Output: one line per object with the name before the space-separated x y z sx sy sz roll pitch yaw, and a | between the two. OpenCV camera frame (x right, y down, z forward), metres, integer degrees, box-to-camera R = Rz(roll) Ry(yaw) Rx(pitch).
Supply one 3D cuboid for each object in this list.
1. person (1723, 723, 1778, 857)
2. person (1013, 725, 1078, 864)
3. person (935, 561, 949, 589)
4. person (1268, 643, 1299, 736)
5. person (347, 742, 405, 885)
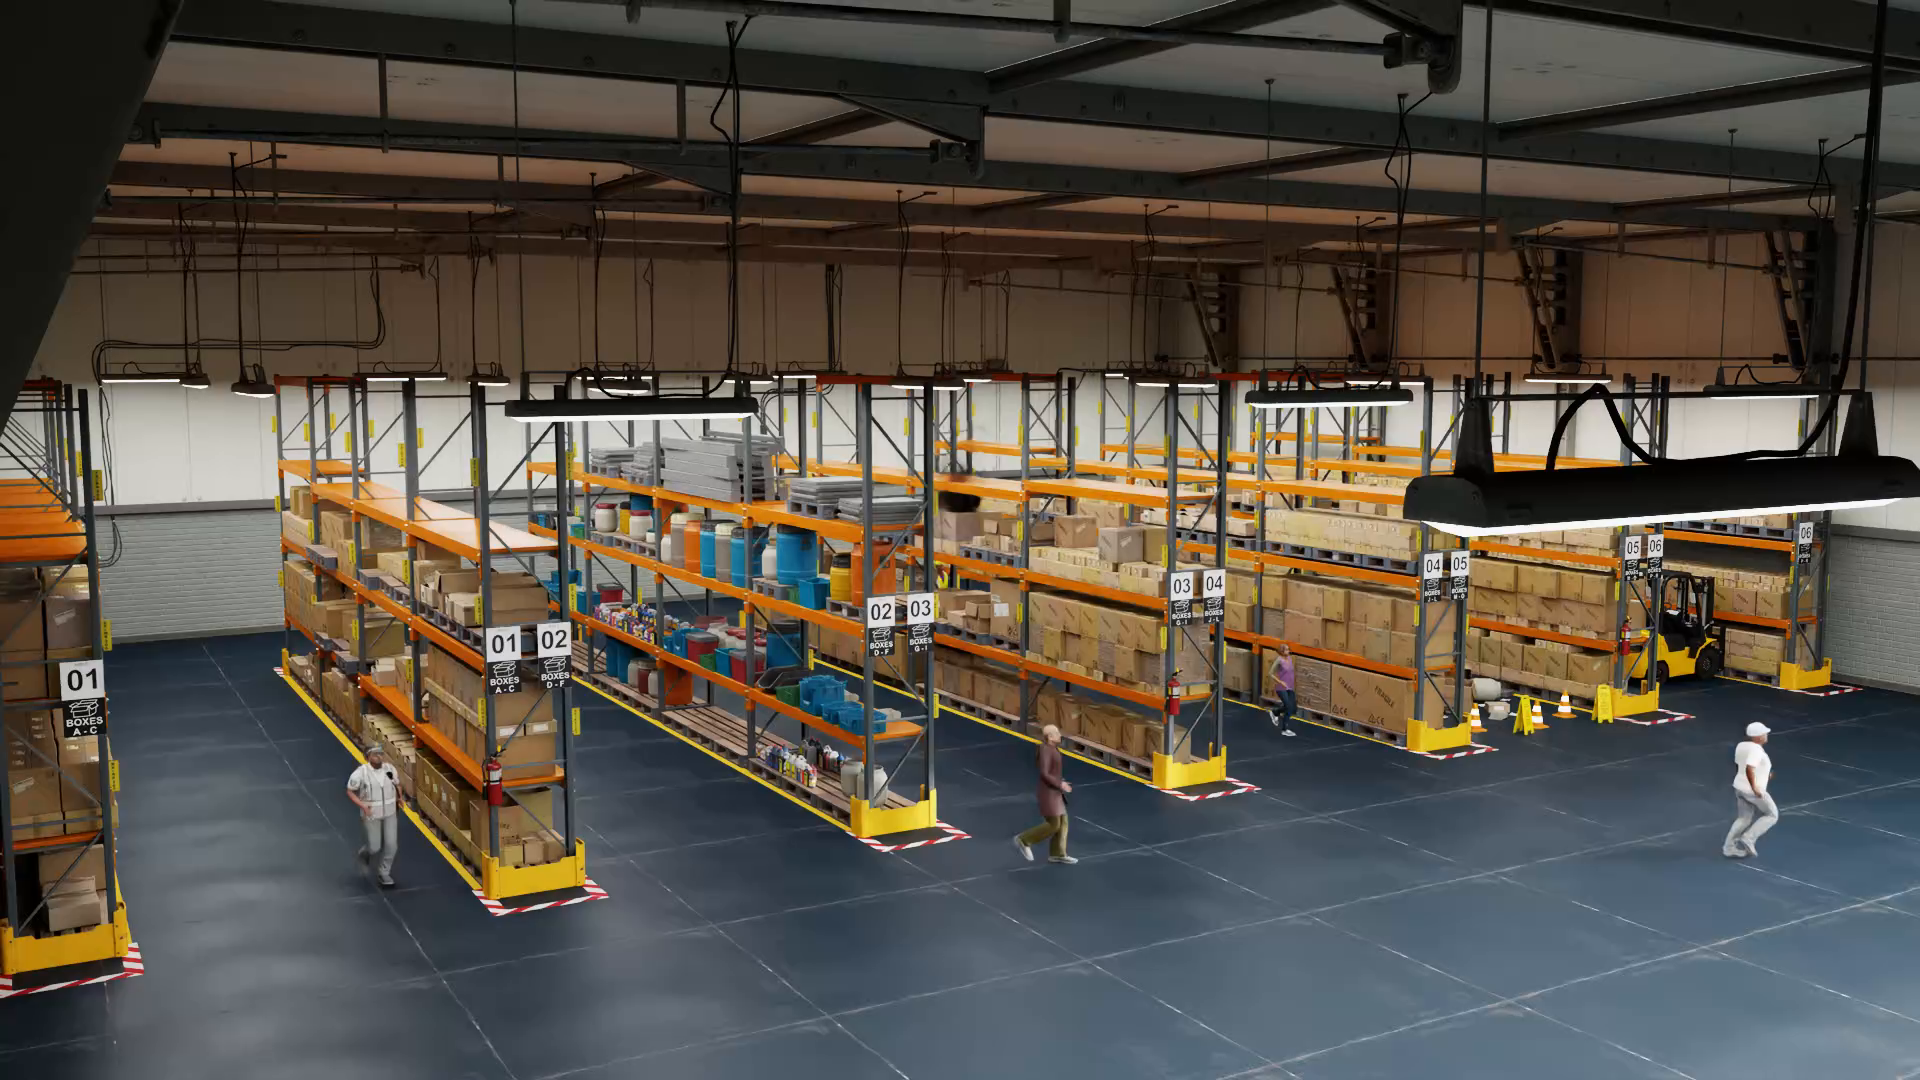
person | 10.048 3.159 21.082 0.715 1.713 0.619 -1 6 -7
person | 1.078 3.186 20.838 0.812 1.771 0.734 0 6 3
person | -0.486 1.319 37.990 0.701 1.755 0.869 -4 8 -35
person | 5.414 2.502 27.973 0.538 1.549 0.601 -5 8 -38
person | -7.020 3.275 20.060 0.661 1.731 0.626 -5 8 -40
